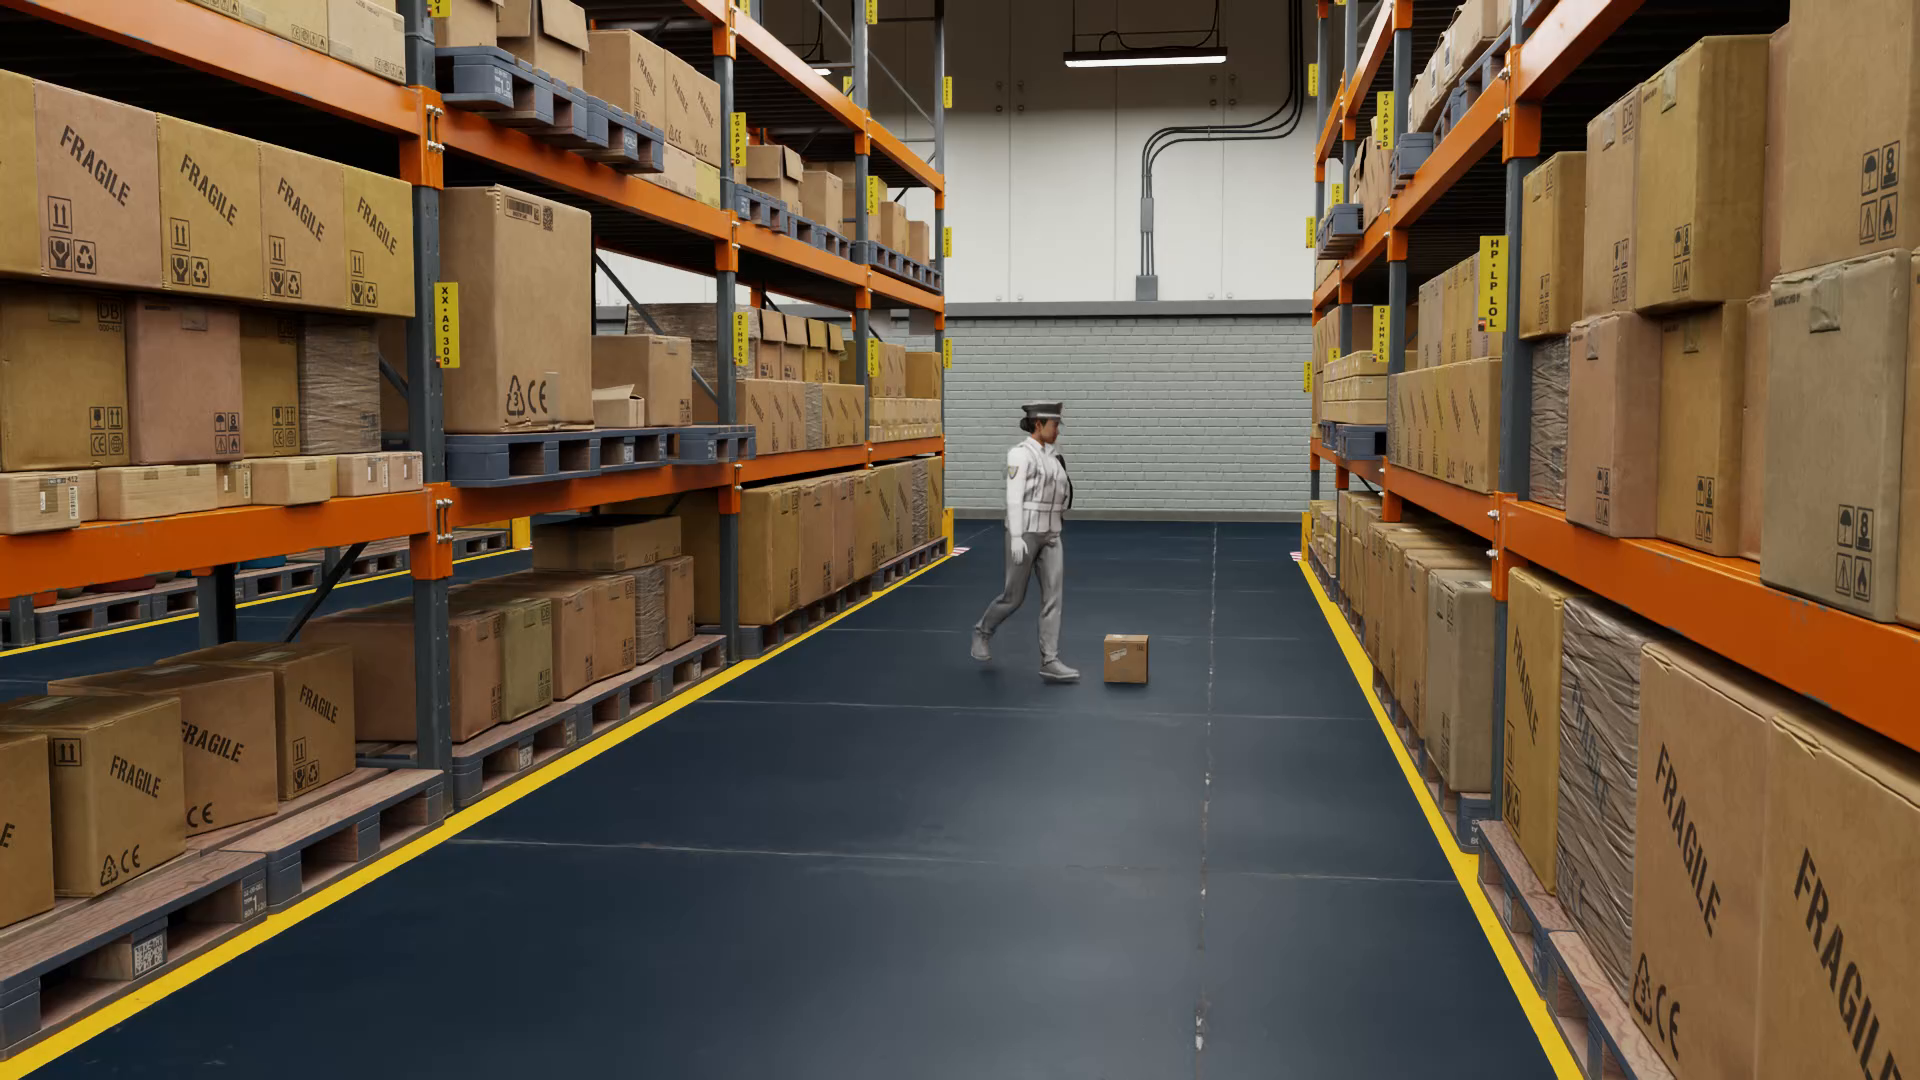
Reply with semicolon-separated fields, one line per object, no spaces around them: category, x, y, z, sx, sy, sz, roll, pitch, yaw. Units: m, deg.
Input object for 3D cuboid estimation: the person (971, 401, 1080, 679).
person;0.401;-0.014;9.995;0.824;1.643;0.542;4;6;44
